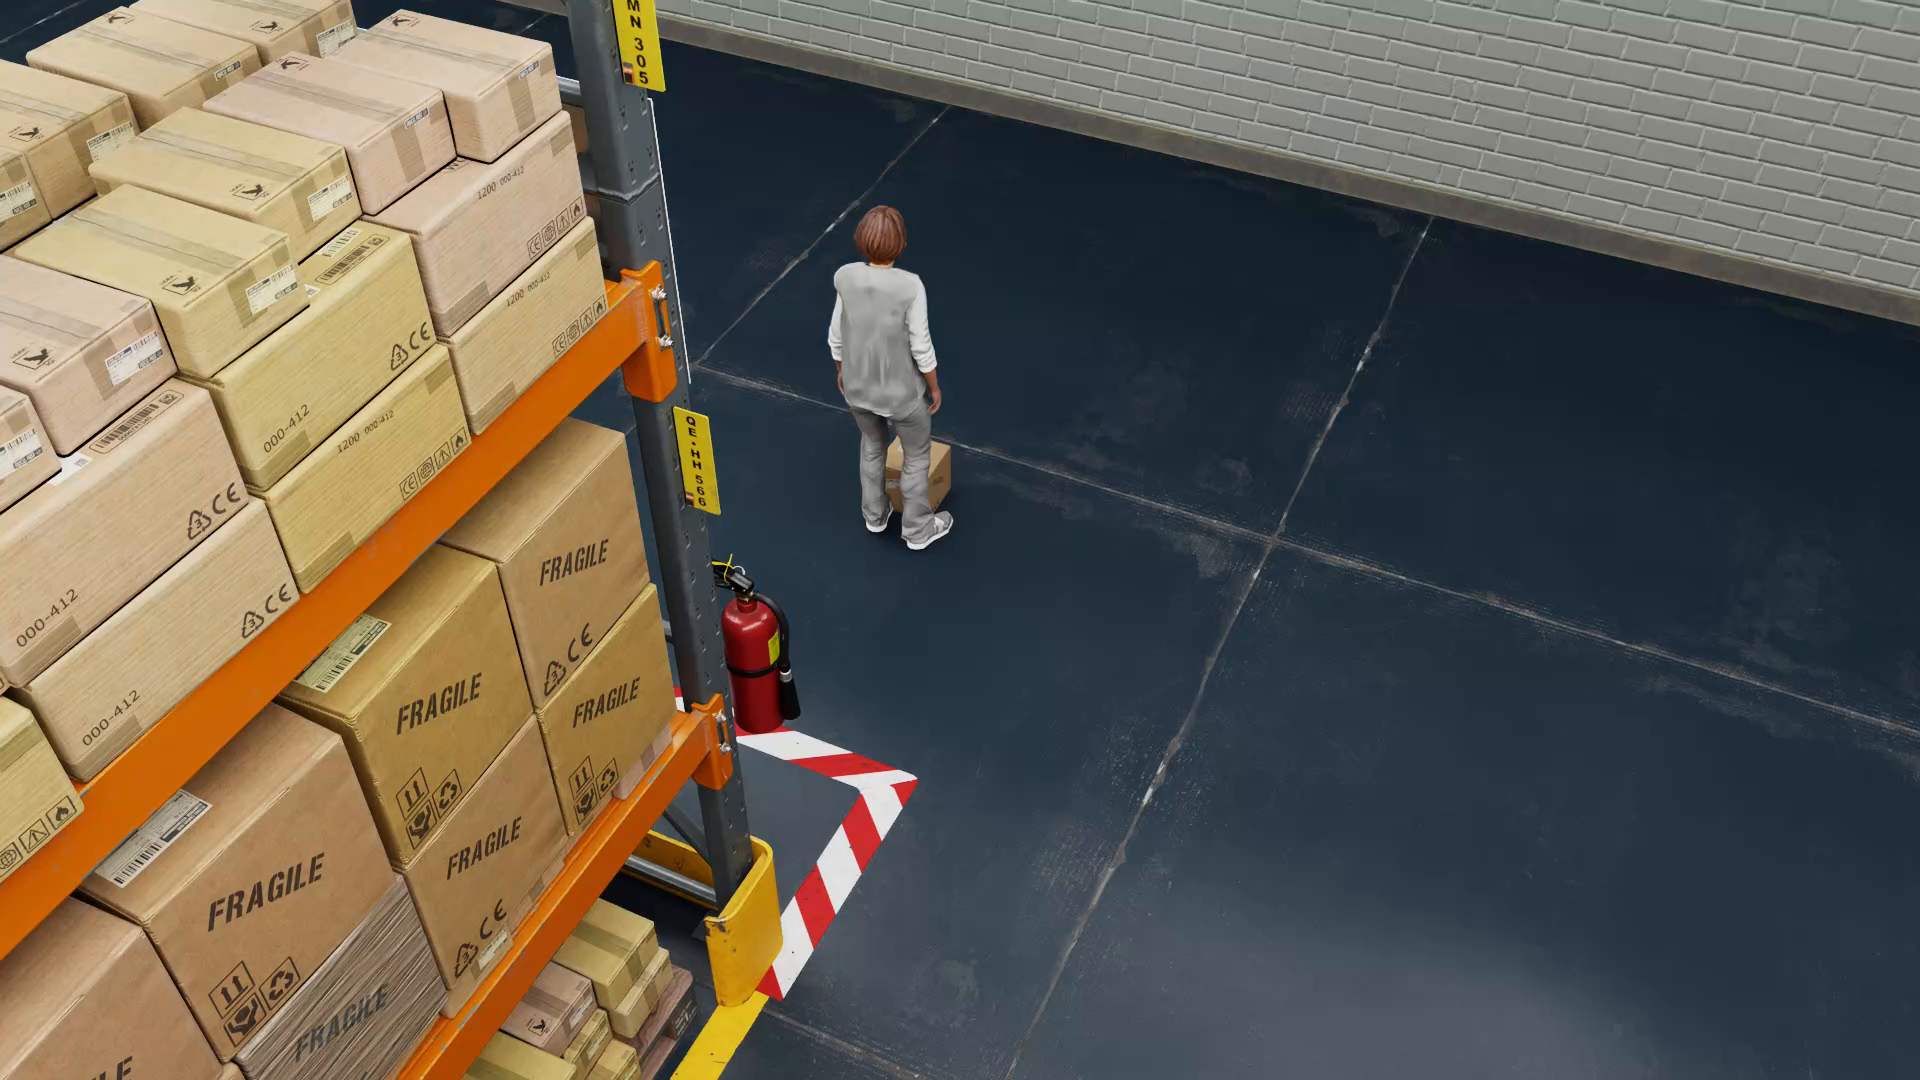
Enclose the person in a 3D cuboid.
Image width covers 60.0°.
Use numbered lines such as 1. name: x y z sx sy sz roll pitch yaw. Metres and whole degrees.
1. person: -0.293 -0.642 6.868 0.480 1.592 0.378 15 45 16
